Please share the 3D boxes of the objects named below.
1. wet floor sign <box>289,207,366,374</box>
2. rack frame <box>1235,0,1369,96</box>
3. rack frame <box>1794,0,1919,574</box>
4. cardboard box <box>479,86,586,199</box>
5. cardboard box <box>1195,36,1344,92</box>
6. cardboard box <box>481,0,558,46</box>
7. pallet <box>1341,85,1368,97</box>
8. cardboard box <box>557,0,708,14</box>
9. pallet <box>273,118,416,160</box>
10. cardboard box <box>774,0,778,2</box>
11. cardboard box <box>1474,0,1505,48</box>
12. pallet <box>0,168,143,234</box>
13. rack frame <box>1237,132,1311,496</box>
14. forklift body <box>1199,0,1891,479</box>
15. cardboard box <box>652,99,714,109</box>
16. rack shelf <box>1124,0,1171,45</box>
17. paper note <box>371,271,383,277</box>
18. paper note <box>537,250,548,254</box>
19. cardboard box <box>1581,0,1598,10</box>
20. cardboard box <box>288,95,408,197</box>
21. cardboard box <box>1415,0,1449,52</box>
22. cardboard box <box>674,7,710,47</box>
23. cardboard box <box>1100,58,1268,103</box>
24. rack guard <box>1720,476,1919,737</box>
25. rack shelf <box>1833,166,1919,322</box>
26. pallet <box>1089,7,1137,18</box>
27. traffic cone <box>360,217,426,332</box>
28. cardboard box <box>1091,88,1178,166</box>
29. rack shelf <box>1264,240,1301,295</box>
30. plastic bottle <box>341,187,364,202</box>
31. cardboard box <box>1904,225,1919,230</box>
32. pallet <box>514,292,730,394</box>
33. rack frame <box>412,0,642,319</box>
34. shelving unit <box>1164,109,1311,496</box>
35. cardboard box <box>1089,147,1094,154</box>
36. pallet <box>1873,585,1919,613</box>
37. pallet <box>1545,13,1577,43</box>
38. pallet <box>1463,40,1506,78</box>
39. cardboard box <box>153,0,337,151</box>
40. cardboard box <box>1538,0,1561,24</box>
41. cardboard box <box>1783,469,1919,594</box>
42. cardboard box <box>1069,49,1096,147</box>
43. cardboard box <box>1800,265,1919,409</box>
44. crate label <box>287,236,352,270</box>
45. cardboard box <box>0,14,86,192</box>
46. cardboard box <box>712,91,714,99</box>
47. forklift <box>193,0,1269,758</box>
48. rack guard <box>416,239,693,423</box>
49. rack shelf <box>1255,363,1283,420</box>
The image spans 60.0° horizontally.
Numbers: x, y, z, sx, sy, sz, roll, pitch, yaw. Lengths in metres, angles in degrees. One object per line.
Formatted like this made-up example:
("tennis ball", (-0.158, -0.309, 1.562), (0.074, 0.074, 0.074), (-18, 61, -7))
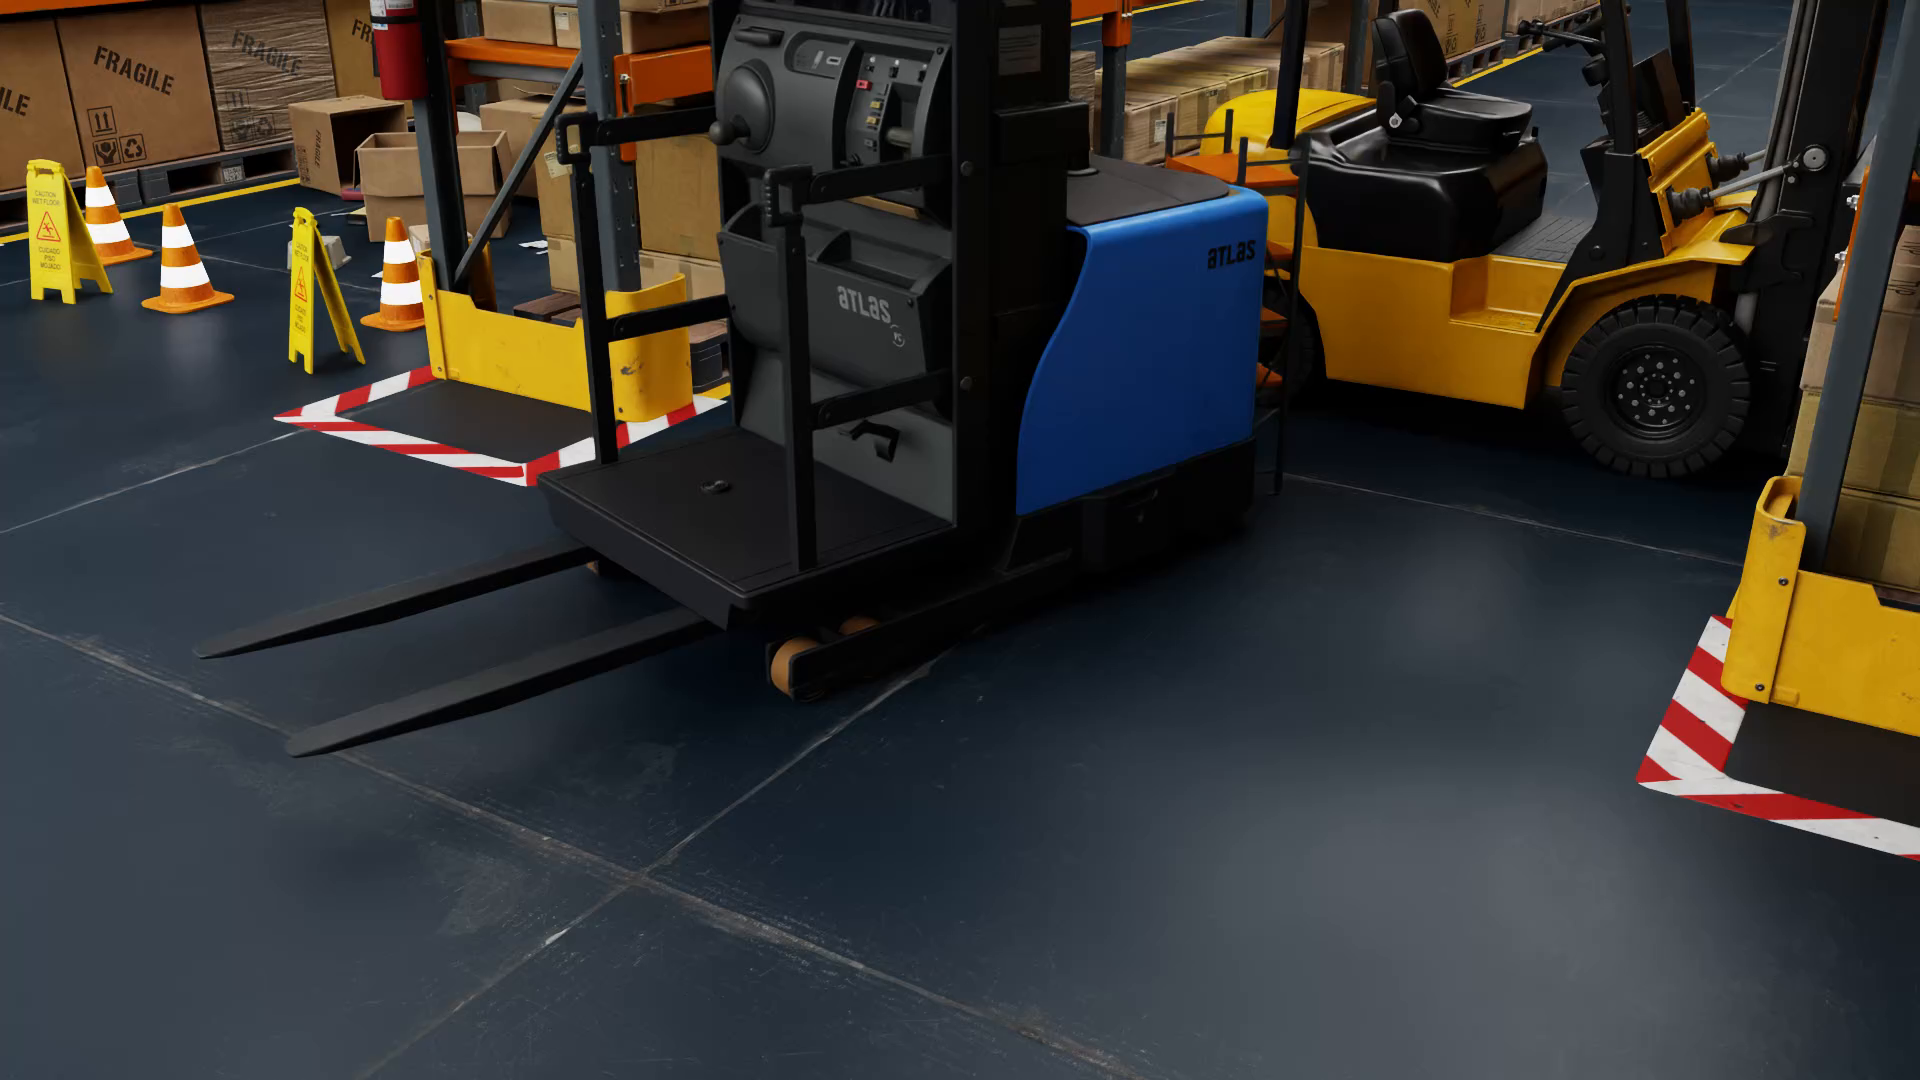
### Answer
("wet floor sign", (-2.655, -1.044, 6.849), (0.232, 0.644, 0.267), (-17, 29, -35))
("rack frame", (2.575, -4.664, 12.249), (1.000, 3.000, 0.127), (14, 27, 29))
("rack frame", (2.574, -0.925, 3.612), (1.000, 3.000, 0.127), (14, 27, 29))
("cardboard box", (-2.383, -2.322, 9.809), (0.797, 0.637, 0.503), (14, 27, 29))
("cardboard box", (2.268, -3.462, 12.252), (0.950, 0.372, 0.625), (12, 26, 25))
("cardboard box", (-1.630, -2.020, 6.456), (0.380, 0.149, 0.250), (15, 28, 31))
("pallet", (3.055, -3.635, 13.381), (1.003, 0.211, 1.213), (14, 27, 29))
("cardboard box", (-1.160, -2.248, 6.168), (0.500, 0.500, 0.500), (13, 27, 28))
("pallet", (-4.262, -2.797, 11.446), (1.003, 0.211, 1.213), (14, 27, 29))
("cardboard box", (-0.787, -2.157, 6.773), (0.380, 0.149, 0.250), (14, 27, 30))
("cardboard box", (4.426, -5.006, 15.184), (0.875, 0.875, 0.875), (15, 27, 31))
("pallet", (-5.549, -1.974, 9.544), (1.003, 0.211, 1.213), (14, 27, 29))
("rack frame", (0.968, -0.692, 5.338), (0.240, 1.200, 0.015), (-8, 25, -19))
("forklift body", (2.024, -1.558, 6.142), (2.313, 2.155, 1.214), (14, 27, 29))
("cardboard box", (-1.172, -1.741, 7.485), (0.500, 0.500, 0.500), (15, 28, 31))
("rack shelf", (1.520, -3.659, 10.832), (1.077, 0.370, 4.000), (14, 27, 29))
("paper note", (-2.838, -1.338, 8.302), (0.148, 0.019, 0.142), (5, 24, 11))
("paper note", (-2.176, -1.518, 8.744), (0.032, 0.001, 0.123), (14, 27, 29))
("cardboard box", (6.531, -6.138, 18.348), (0.875, 0.438, 0.875), (13, 27, 27))
("cardboard box", (-3.741, -2.432, 10.236), (0.500, 0.500, 0.500), (20, 30, 38))
("cardboard box", (3.484, -4.398, 13.779), (0.875, 0.875, 0.875), (14, 27, 30))
("cardboard box", (-1.169, -2.008, 6.430), (0.380, 0.149, 0.250), (14, 27, 30))
("cardboard box", (1.481, -2.957, 11.084), (0.950, 0.372, 0.625), (15, 28, 31))
("rack guard", (2.561, 0.230, 4.089), (1.175, 0.500, 0.348), (14, 27, 29))
("rack shelf", (3.629, -1.270, 5.314), (1.077, 0.370, 4.000), (14, 27, 29))
("pallet", (1.393, -6.385, 19.734), (1.003, 0.211, 1.213), (14, 27, 29))
("traffic cone", (-2.514, -1.215, 7.475), (0.336, 0.463, 0.334), (14, 27, 29))
("cardboard box", (0.739, -2.479, 9.979), (0.950, 0.372, 0.625), (14, 27, 30))
("rack shelf", (0.883, -0.926, 5.485), (0.258, 0.148, 0.480), (-8, 25, -19))
("plastic bottle", (-3.535, -2.063, 9.939), (0.283, 0.061, 0.133), (5, 24, 11))
("cardboard box", (3.074, -0.882, 5.185), (0.500, 0.250, 0.500), (14, 27, 30))
("pallet", (-1.147, -0.977, 7.241), (1.003, 0.211, 1.213), (14, 27, 29))
("rack frame", (-1.645, -1.964, 6.011), (1.000, 3.000, 0.127), (14, 27, 29))
("shelving unit", (0.883, -0.783, 5.548), (0.258, 1.200, 0.503), (-8, 25, -19))
("cardboard box", (0.381, -1.989, 9.002), (0.500, 0.250, 0.500), (15, 28, 31))
("pallet", (2.941, 0.087, 4.782), (1.003, 0.211, 1.213), (14, 27, 29))
("pallet", (5.795, -5.388, 17.431), (1.003, 0.211, 1.213), (14, 27, 29))
("pallet", (4.342, -4.458, 15.283), (1.003, 0.211, 1.213), (14, 27, 29))
("cardboard box", (-4.657, -3.032, 10.625), (0.875, 0.875, 0.875), (14, 27, 29))
("cardboard box", (5.579, -5.523, 16.929), (0.875, 0.438, 0.875), (13, 27, 27))
("cardboard box", (2.553, -0.081, 4.594), (0.500, 0.250, 0.500), (14, 27, 29))
("cardboard box", (0.381, -2.333, 8.853), (0.500, 0.500, 0.500), (13, 27, 28))
("cardboard box", (2.552, -0.536, 4.386), (0.500, 0.250, 0.500), (15, 28, 31))
("crate label", (-3.275, -1.462, 8.455), (0.250, 0.136, 0.298), (1, 23, 2))
("cardboard box", (-5.602, -2.428, 9.228), (0.875, 0.875, 0.875), (14, 27, 29))
("cardboard box", (-1.172, -2.084, 7.460), (0.380, 0.149, 0.250), (14, 27, 30))
("forklift", (-0.512, -1.163, 4.246), (3.031, 2.935, 1.130), (-19, 30, -37))
("rack guard", (-1.605, -0.843, 6.567), (1.175, 0.500, 0.348), (14, 27, 29))
("rack shelf", (0.883, -0.539, 5.653), (0.258, 0.148, 0.480), (-8, 25, -19))
